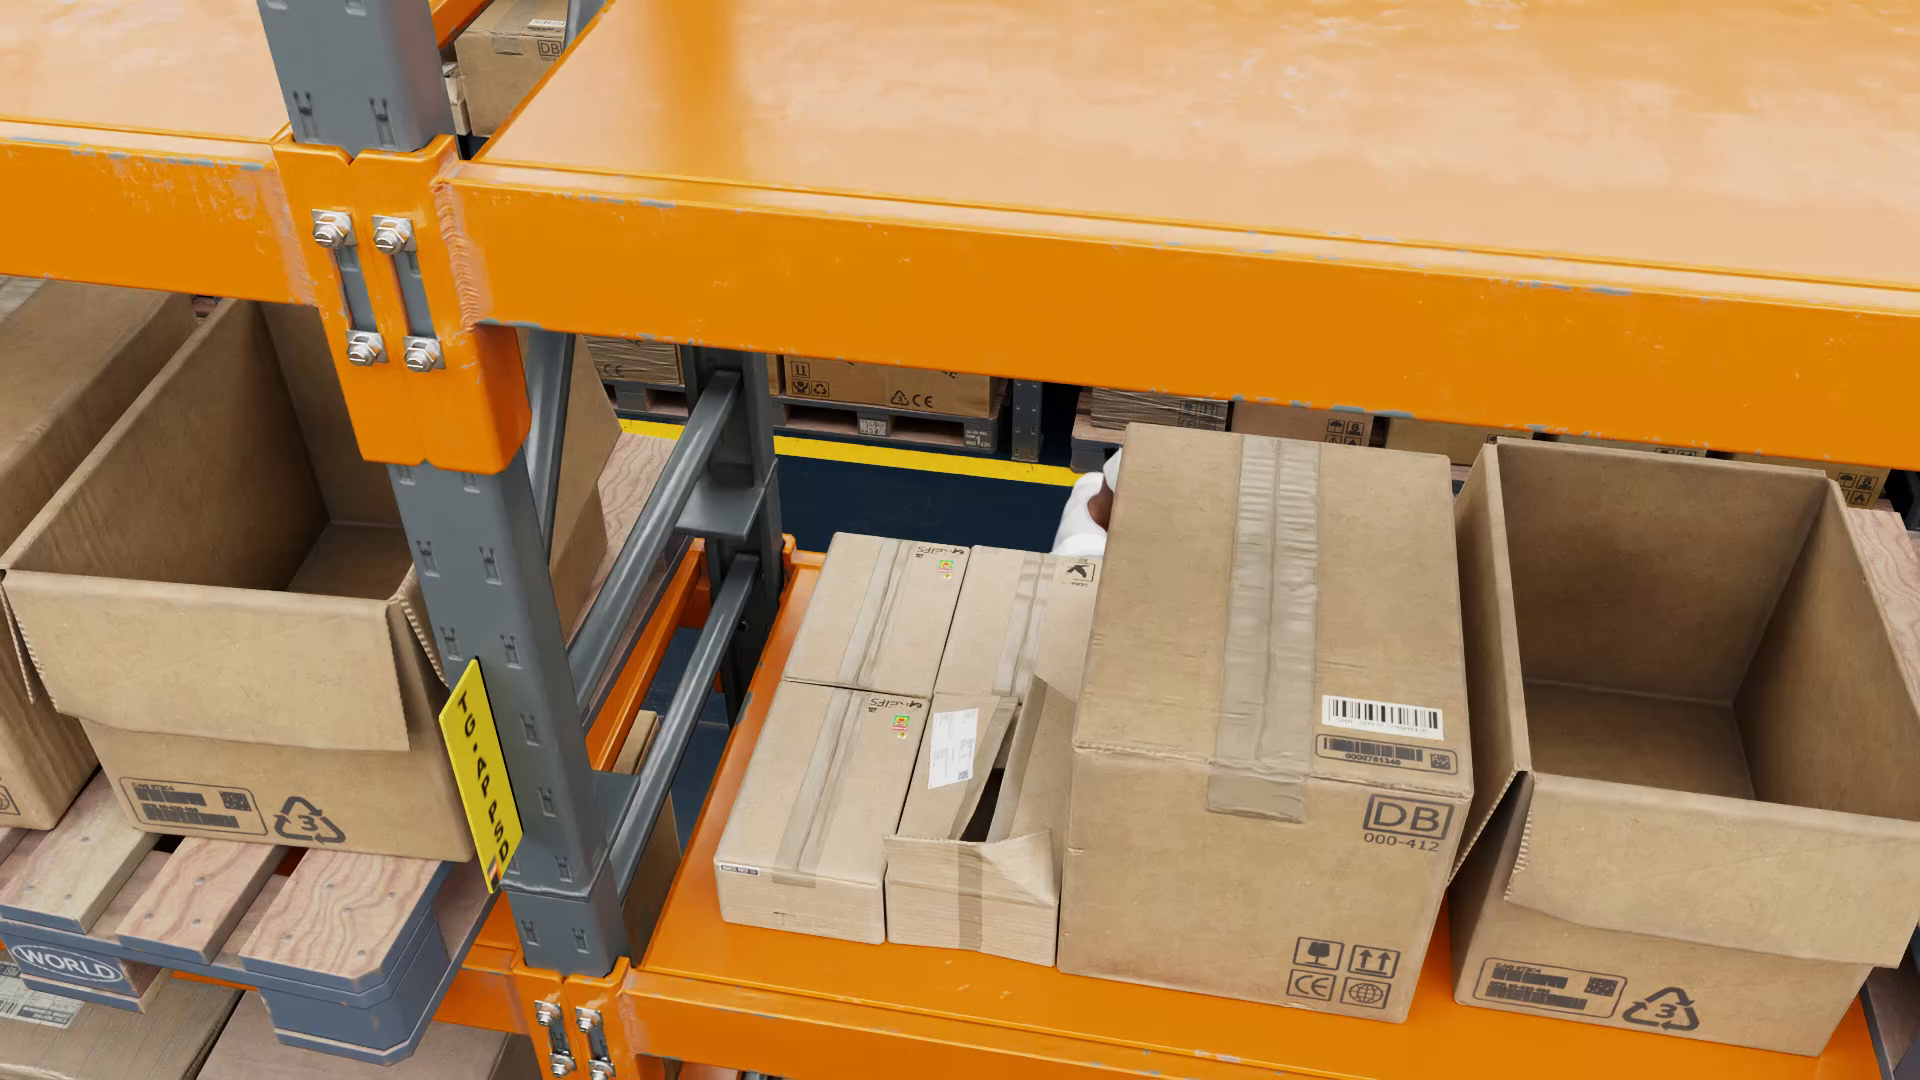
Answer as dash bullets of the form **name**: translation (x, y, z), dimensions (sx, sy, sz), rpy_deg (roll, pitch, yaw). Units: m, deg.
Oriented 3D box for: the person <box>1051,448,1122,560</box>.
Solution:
- **person**: translation (0.495, 0.380, 5.715), dimensions (0.414, 1.755, 0.560), rpy_deg (7, 41, 9)
